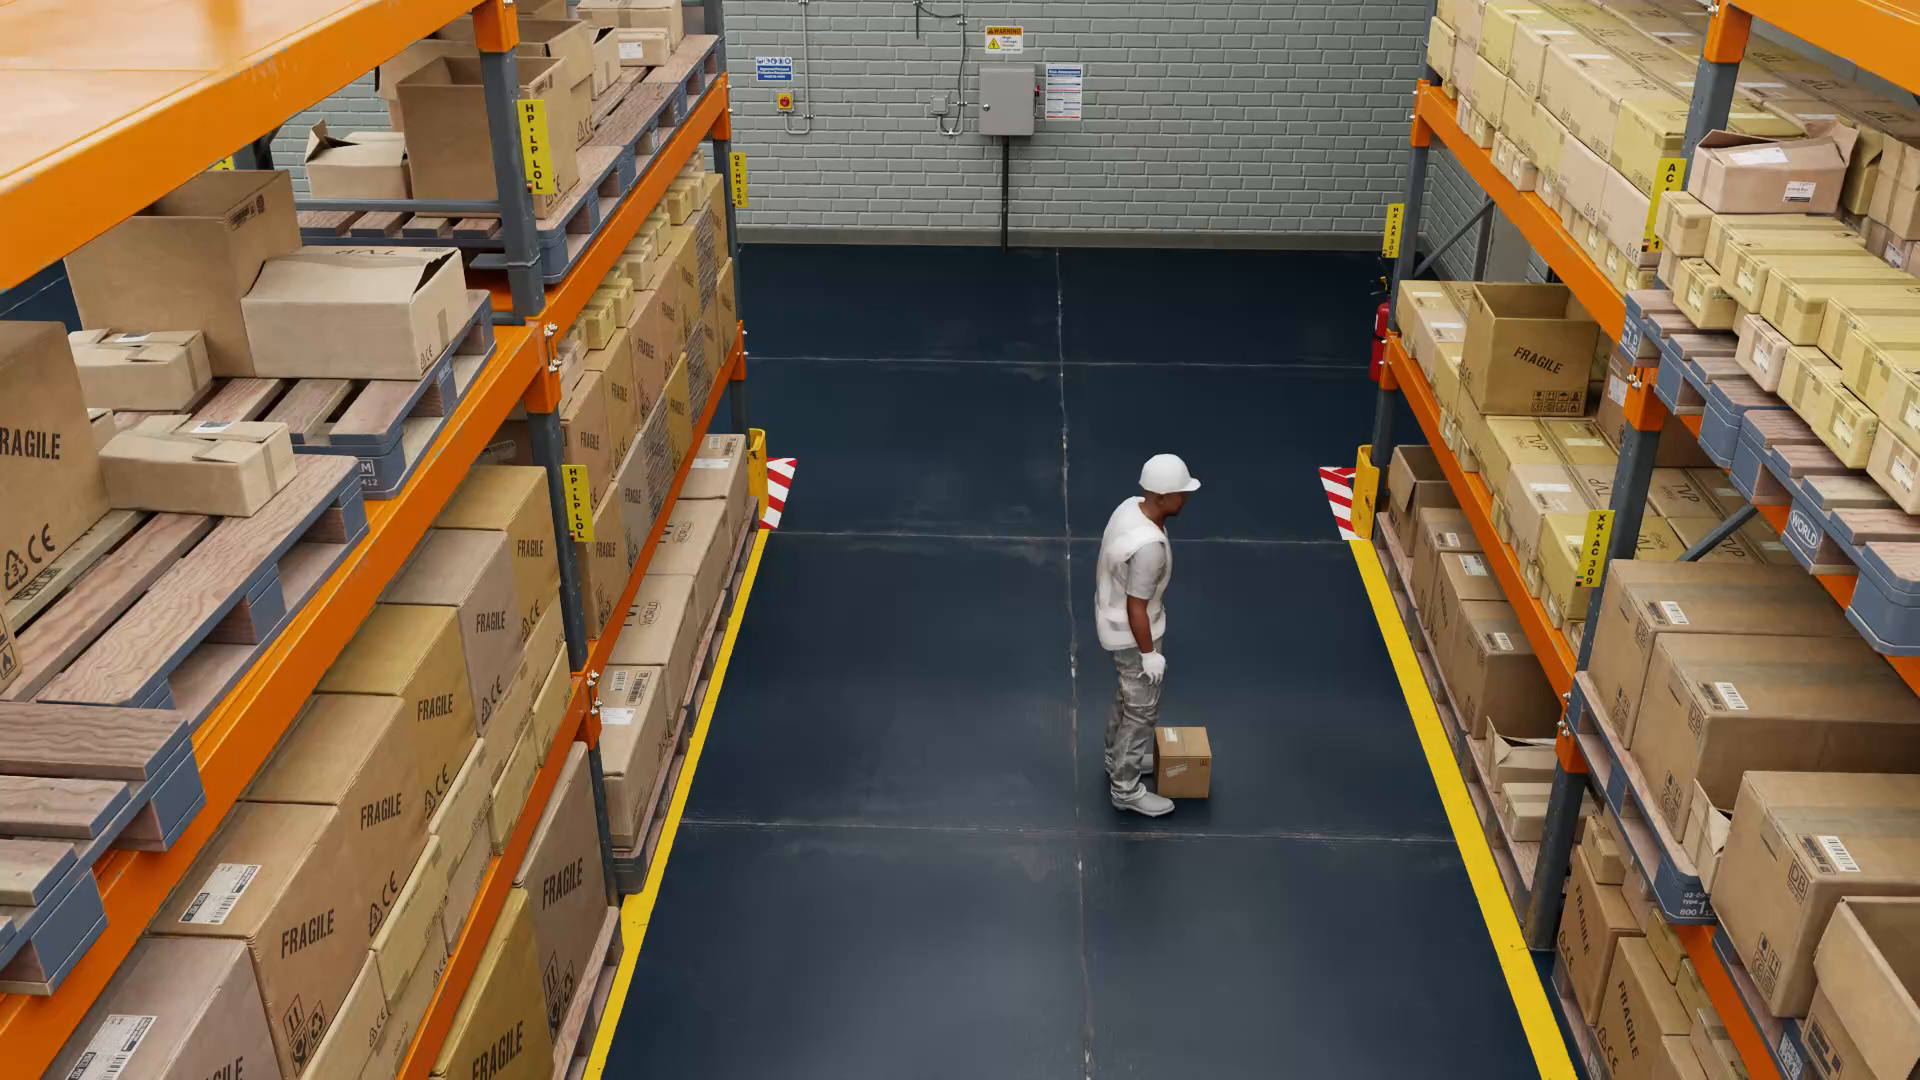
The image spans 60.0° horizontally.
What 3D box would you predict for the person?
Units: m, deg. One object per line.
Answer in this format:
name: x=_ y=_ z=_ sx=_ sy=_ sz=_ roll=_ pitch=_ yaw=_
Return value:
person: x=0.855 y=0.423 z=7.804 sx=0.446 sy=1.775 sz=0.617 roll=1 pitch=28 yaw=2
